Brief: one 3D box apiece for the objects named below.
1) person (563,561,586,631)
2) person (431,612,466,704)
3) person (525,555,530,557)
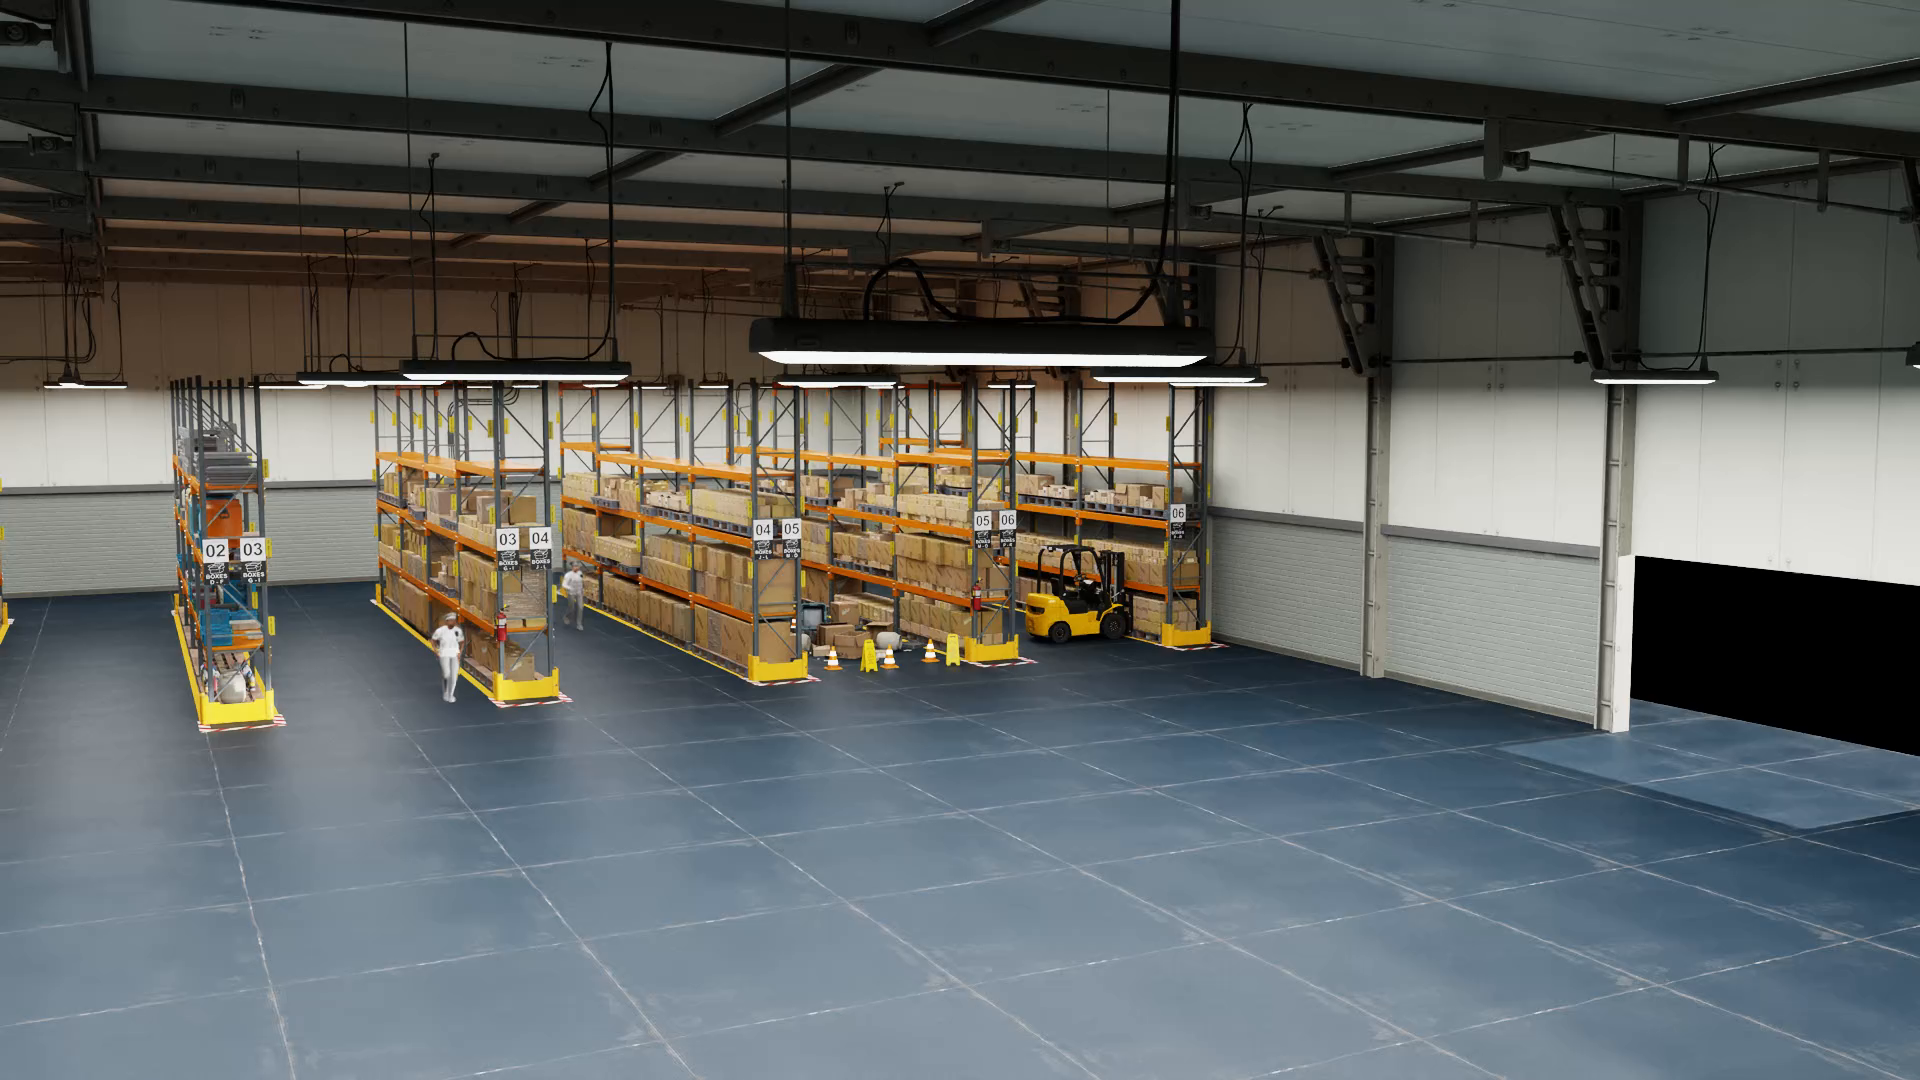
[{"bbox_3d":[-9.314,1.325,40.174,0.608,1.668,0.845,-4,6,-35],"label":"person"},{"bbox_3d":[-9.404,2.169,30.659,0.589,1.685,0.637,-3,6,-30],"label":"person"},{"bbox_3d":[-11.696,0.828,45.187,0.740,1.754,0.970,-2,5,-21],"label":"person"}]
